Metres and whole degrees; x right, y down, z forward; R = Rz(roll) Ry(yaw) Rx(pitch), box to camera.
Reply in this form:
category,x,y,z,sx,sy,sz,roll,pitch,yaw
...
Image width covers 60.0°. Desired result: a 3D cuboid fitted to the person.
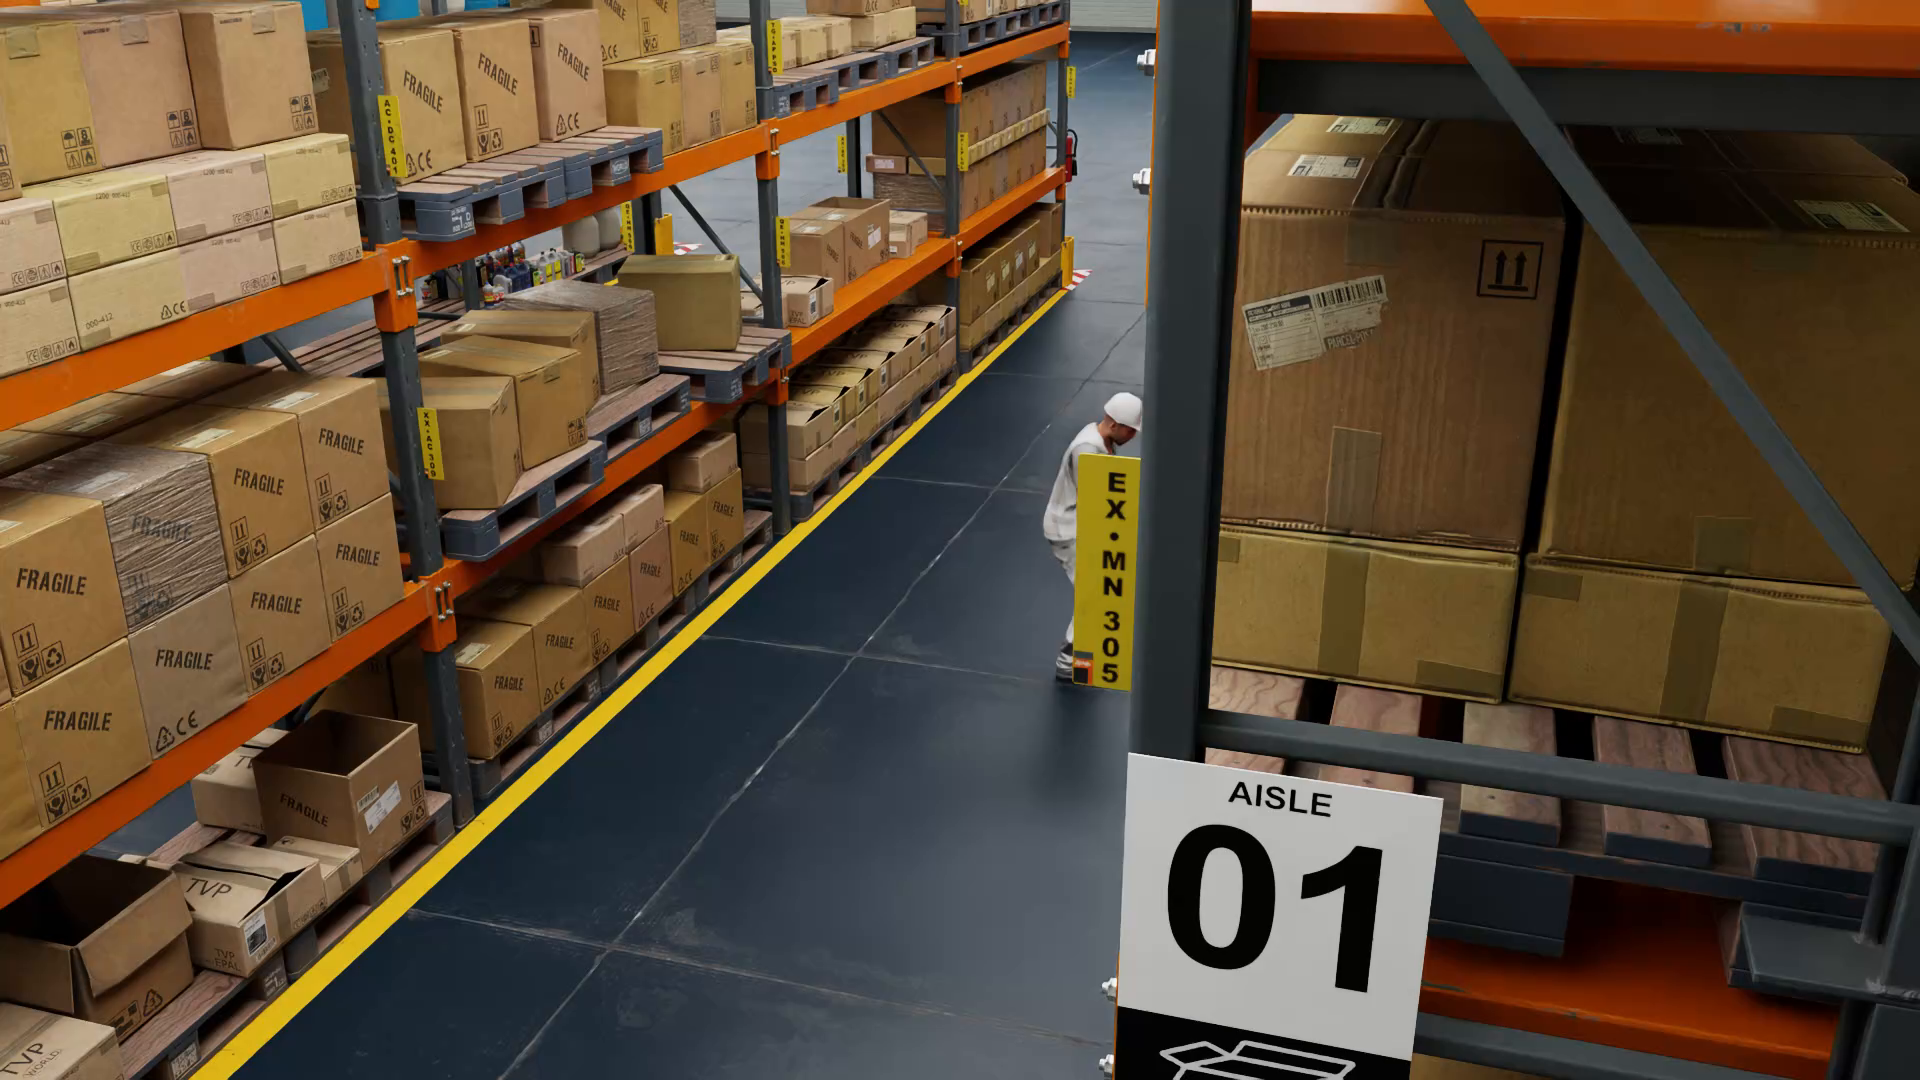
category,x,y,z,sx,sy,sz,roll,pitch,yaw
person,0.761,-0.032,9.304,0.558,1.666,0.560,7,23,17
